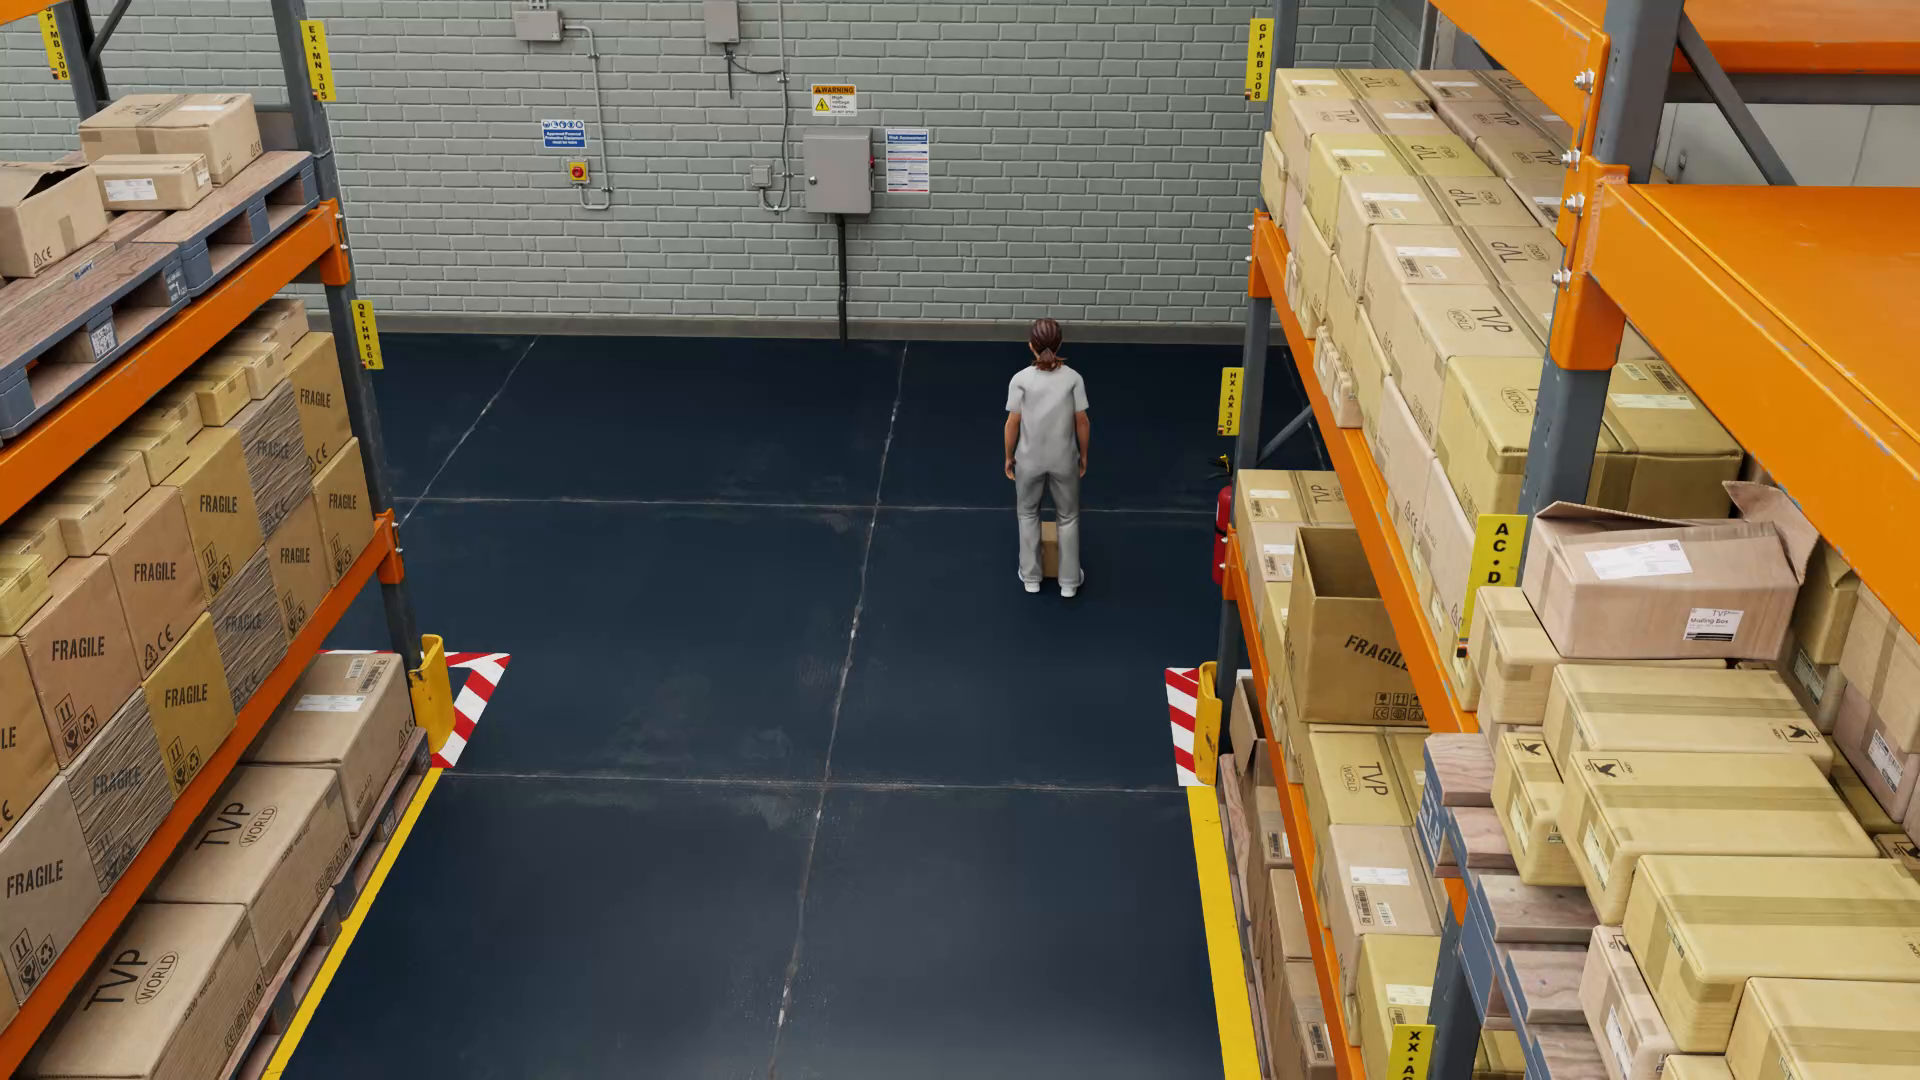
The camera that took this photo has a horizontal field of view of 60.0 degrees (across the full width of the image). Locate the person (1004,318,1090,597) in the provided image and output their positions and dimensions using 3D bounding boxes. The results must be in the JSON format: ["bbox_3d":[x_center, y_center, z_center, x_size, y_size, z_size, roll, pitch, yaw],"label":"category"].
[{"bbox_3d":[0.496,-0.465,9.496,0.497,1.671,0.416,0,28,0],"label":"person"}]
